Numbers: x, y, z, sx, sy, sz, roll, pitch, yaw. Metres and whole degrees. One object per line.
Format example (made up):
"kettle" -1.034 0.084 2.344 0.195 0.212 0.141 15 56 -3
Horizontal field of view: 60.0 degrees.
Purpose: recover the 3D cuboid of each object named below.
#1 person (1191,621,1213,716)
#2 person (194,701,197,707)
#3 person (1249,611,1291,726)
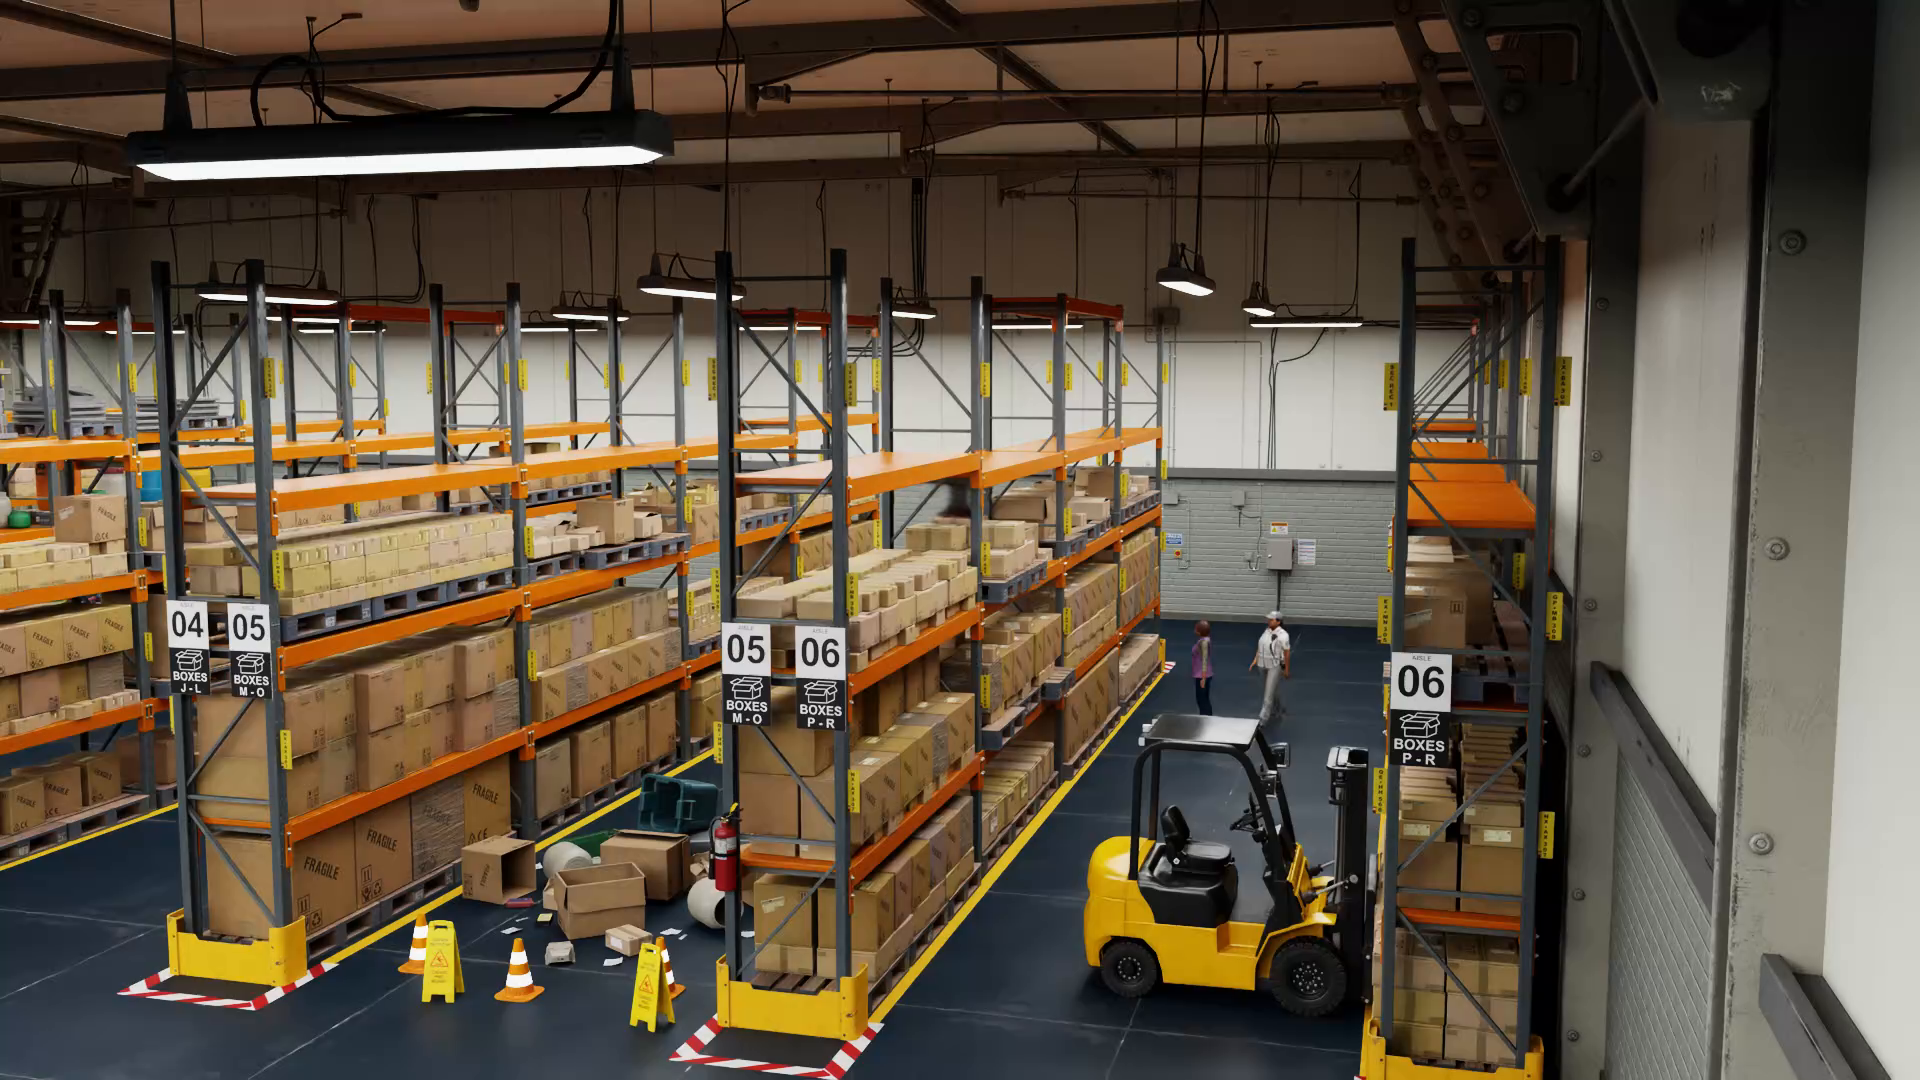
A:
"person" 3.386 1.919 23.185 0.329 1.607 0.489 2 6 15
"person" -11.269 1.648 24.949 0.550 1.764 0.587 1 6 10
"person" 4.467 1.826 23.893 0.992 1.613 0.527 -5 8 -42
